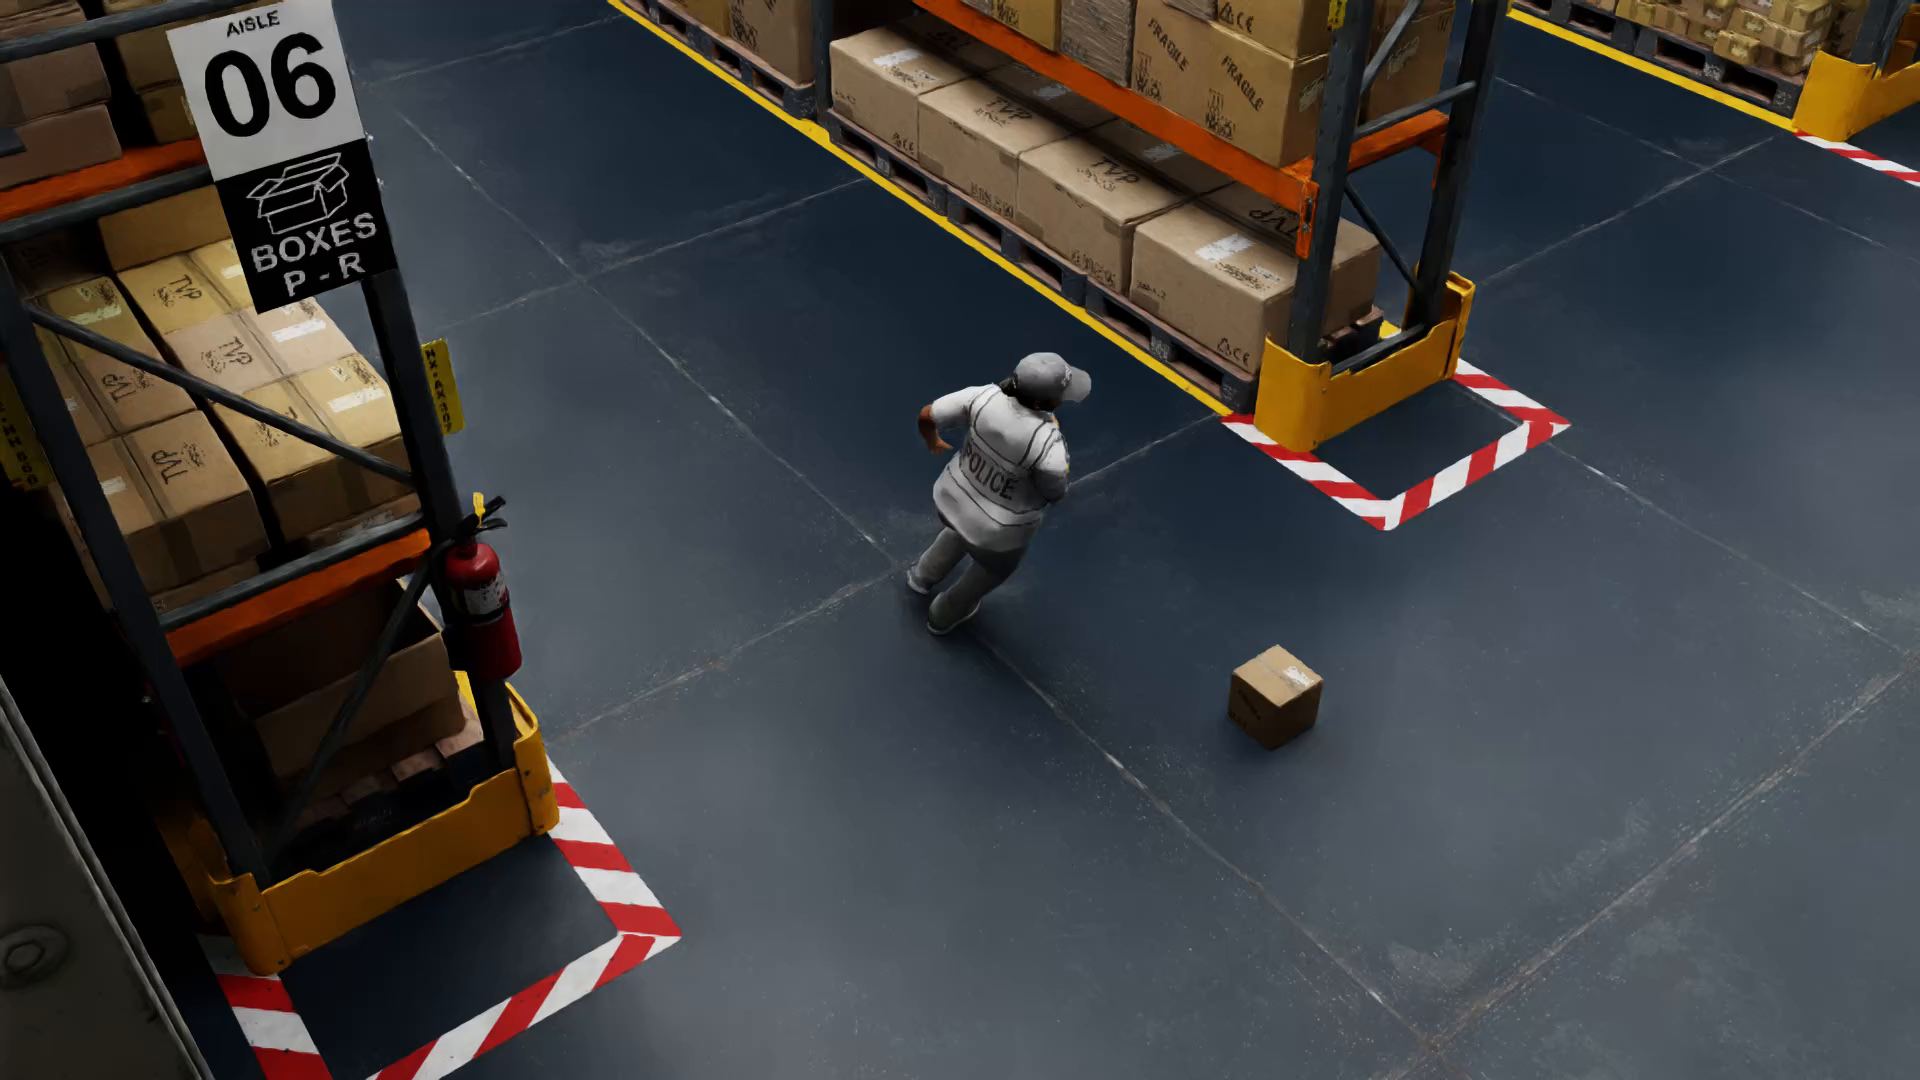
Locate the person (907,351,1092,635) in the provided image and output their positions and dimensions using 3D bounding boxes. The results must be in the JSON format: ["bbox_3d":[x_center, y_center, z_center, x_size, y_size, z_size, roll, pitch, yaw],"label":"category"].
[{"bbox_3d":[0.105,-0.206,6.482,0.890,1.541,0.562,33,50,32],"label":"person"}]
